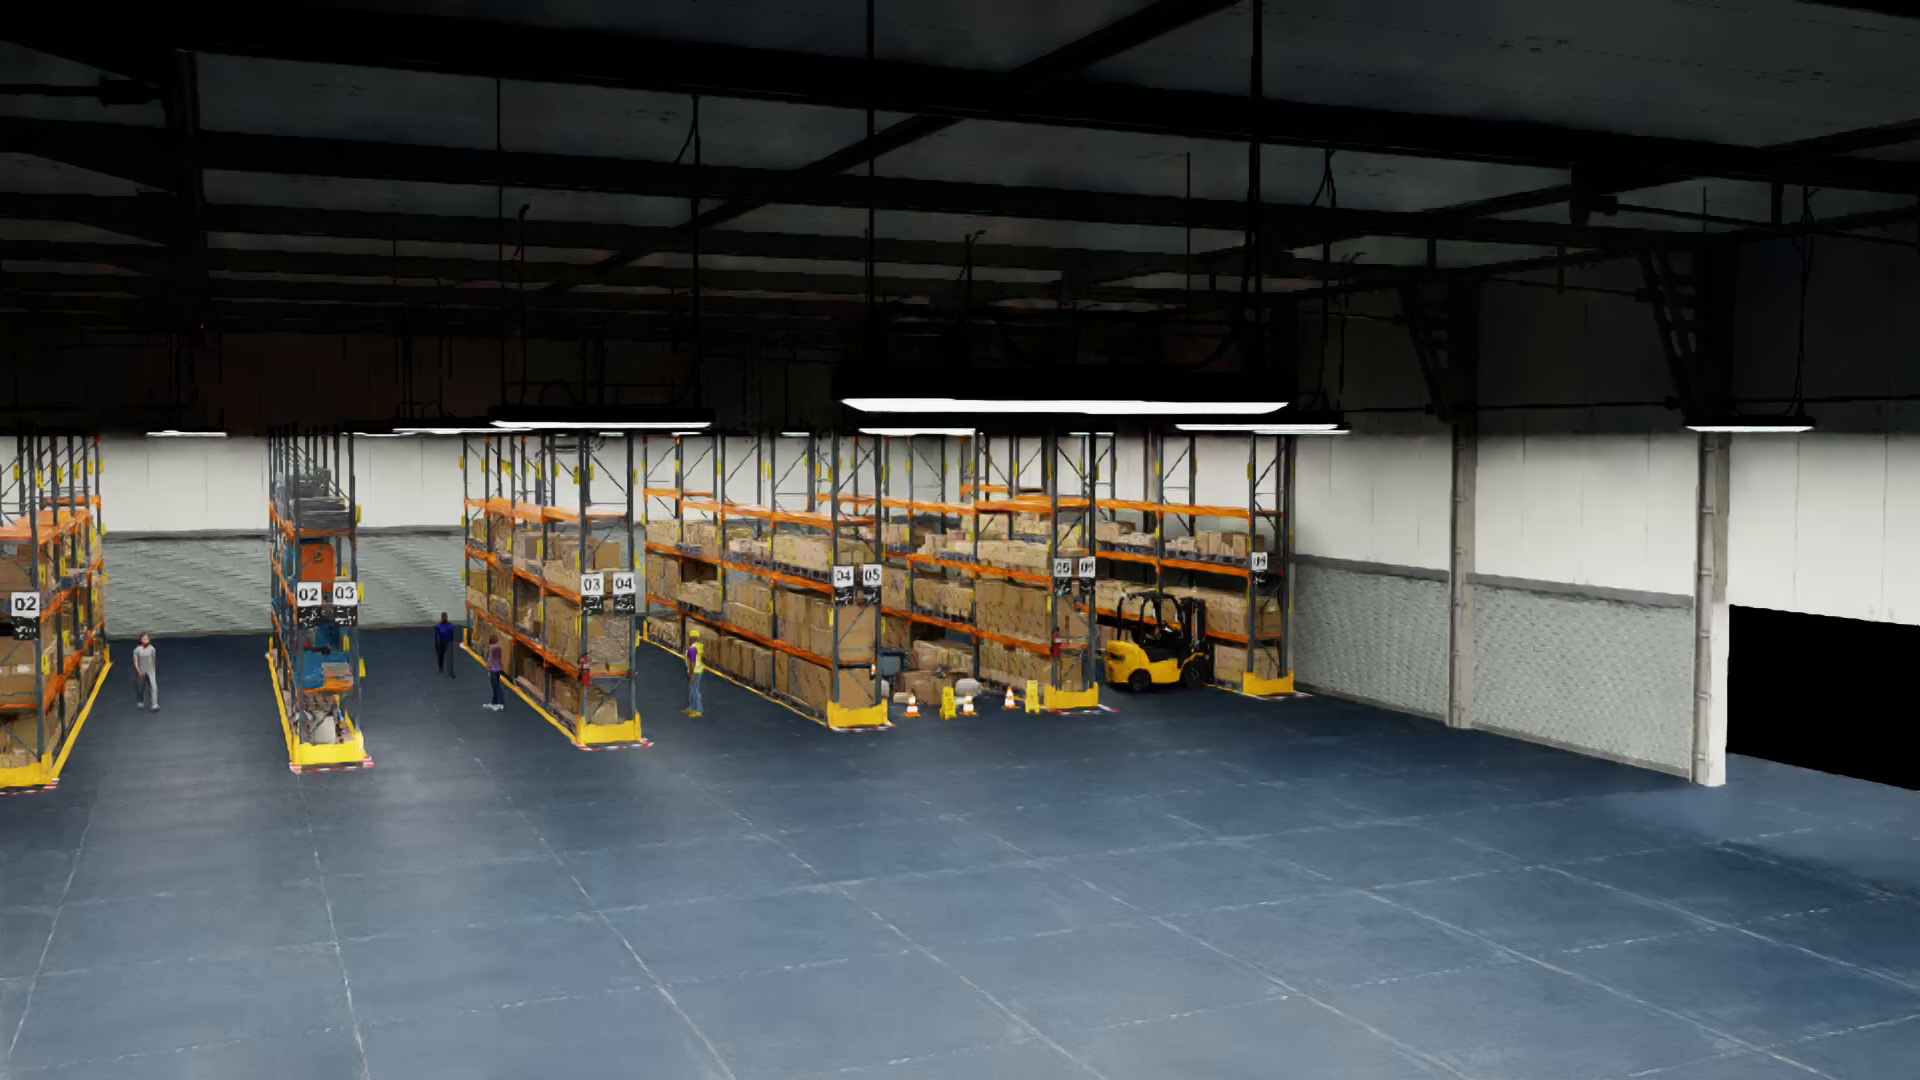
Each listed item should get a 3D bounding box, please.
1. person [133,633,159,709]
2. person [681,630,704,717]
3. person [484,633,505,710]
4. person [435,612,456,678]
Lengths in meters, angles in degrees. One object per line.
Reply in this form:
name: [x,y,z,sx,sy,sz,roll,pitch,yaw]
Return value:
person: [-17.215,2.760,35.121,0.444,1.604,1.013,-2,4,-32]
person: [-5.530,2.729,34.286,0.503,1.764,0.624,0,4,5]
person: [-9.853,2.765,35.143,0.527,1.592,0.522,0,4,7]
person: [-12.322,2.499,39.741,0.447,1.560,1.088,-1,4,-21]
